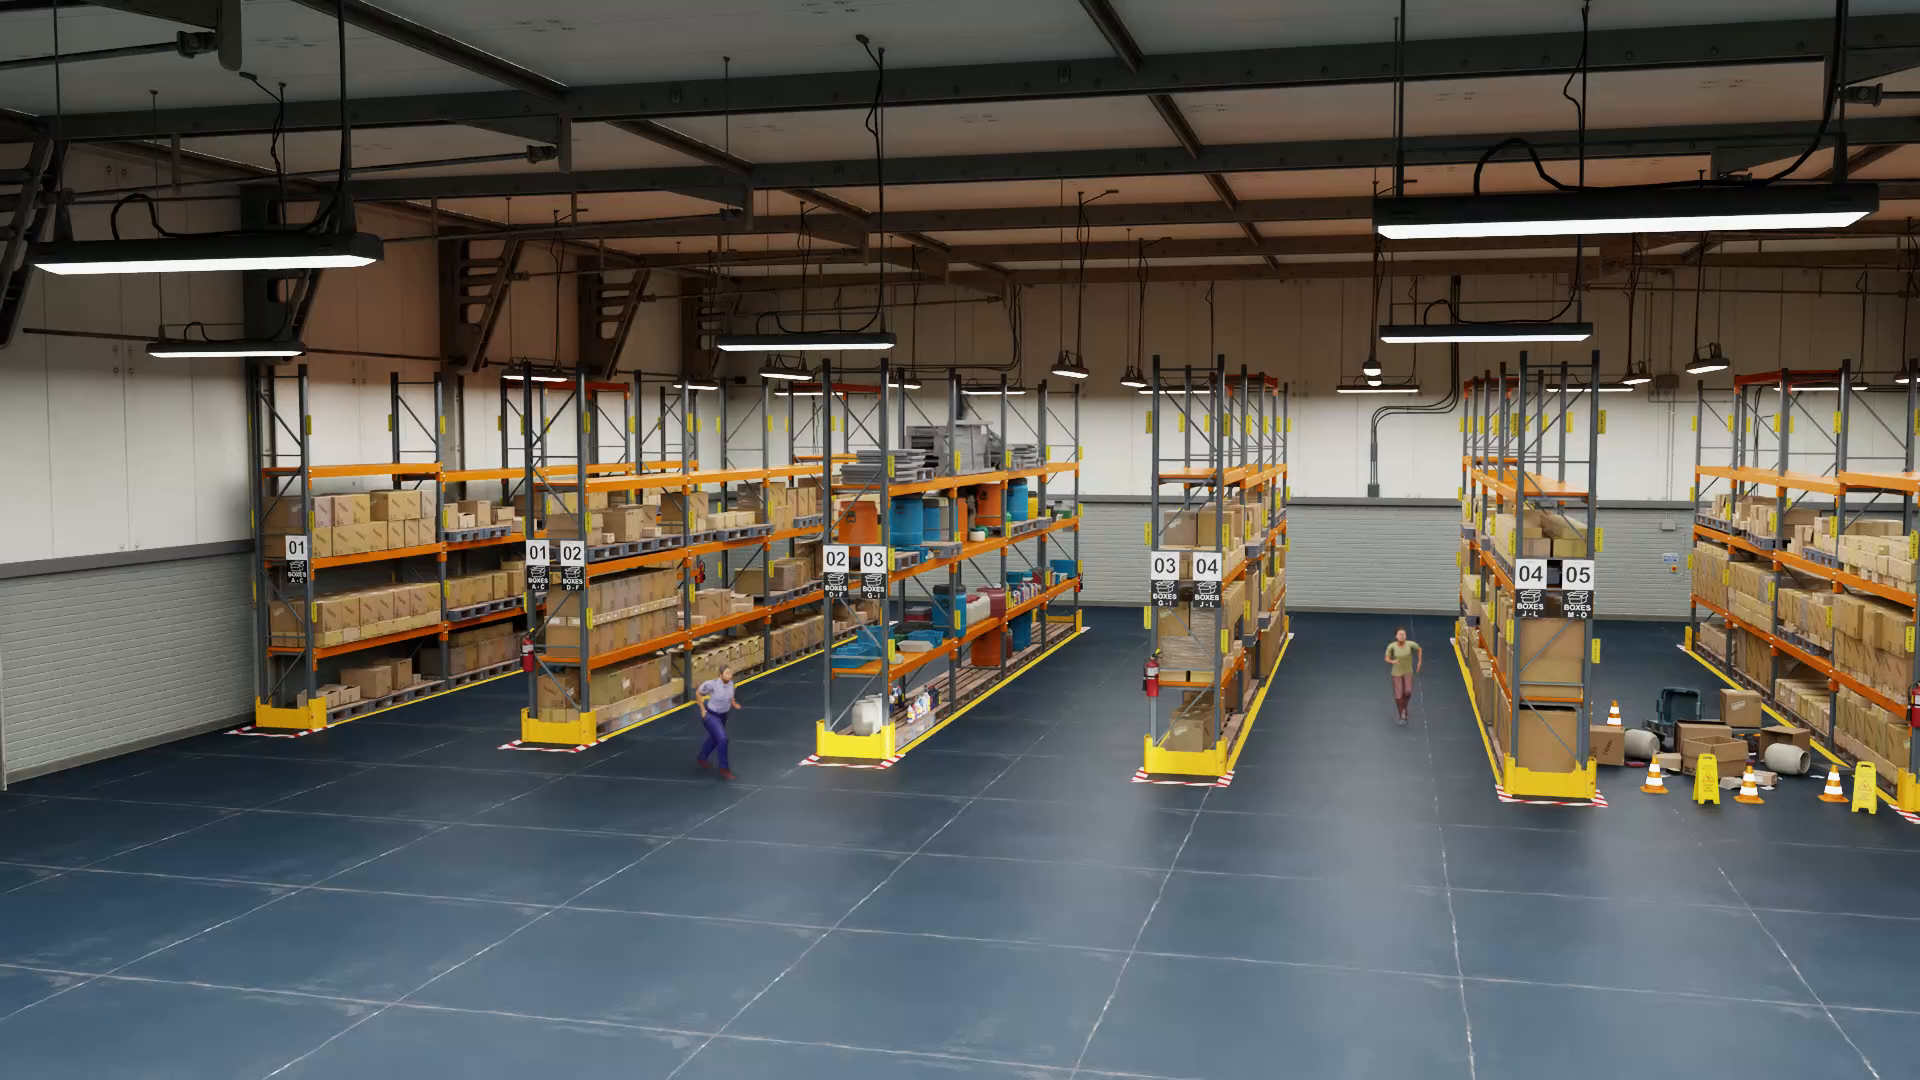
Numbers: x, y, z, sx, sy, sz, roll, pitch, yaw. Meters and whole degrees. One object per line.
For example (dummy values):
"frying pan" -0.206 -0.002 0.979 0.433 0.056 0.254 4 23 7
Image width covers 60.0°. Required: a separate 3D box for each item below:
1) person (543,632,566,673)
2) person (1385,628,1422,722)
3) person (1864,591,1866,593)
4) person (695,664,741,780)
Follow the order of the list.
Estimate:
"person" -7.541 2.070 31.132 0.548 1.565 0.780 0 4 5
"person" 7.402 2.260 27.776 0.616 1.618 0.708 1 4 11
"person" 17.674 1.859 32.640 0.694 1.820 0.953 0 4 3
"person" -3.505 2.574 23.761 0.890 1.642 0.597 3 5 39
